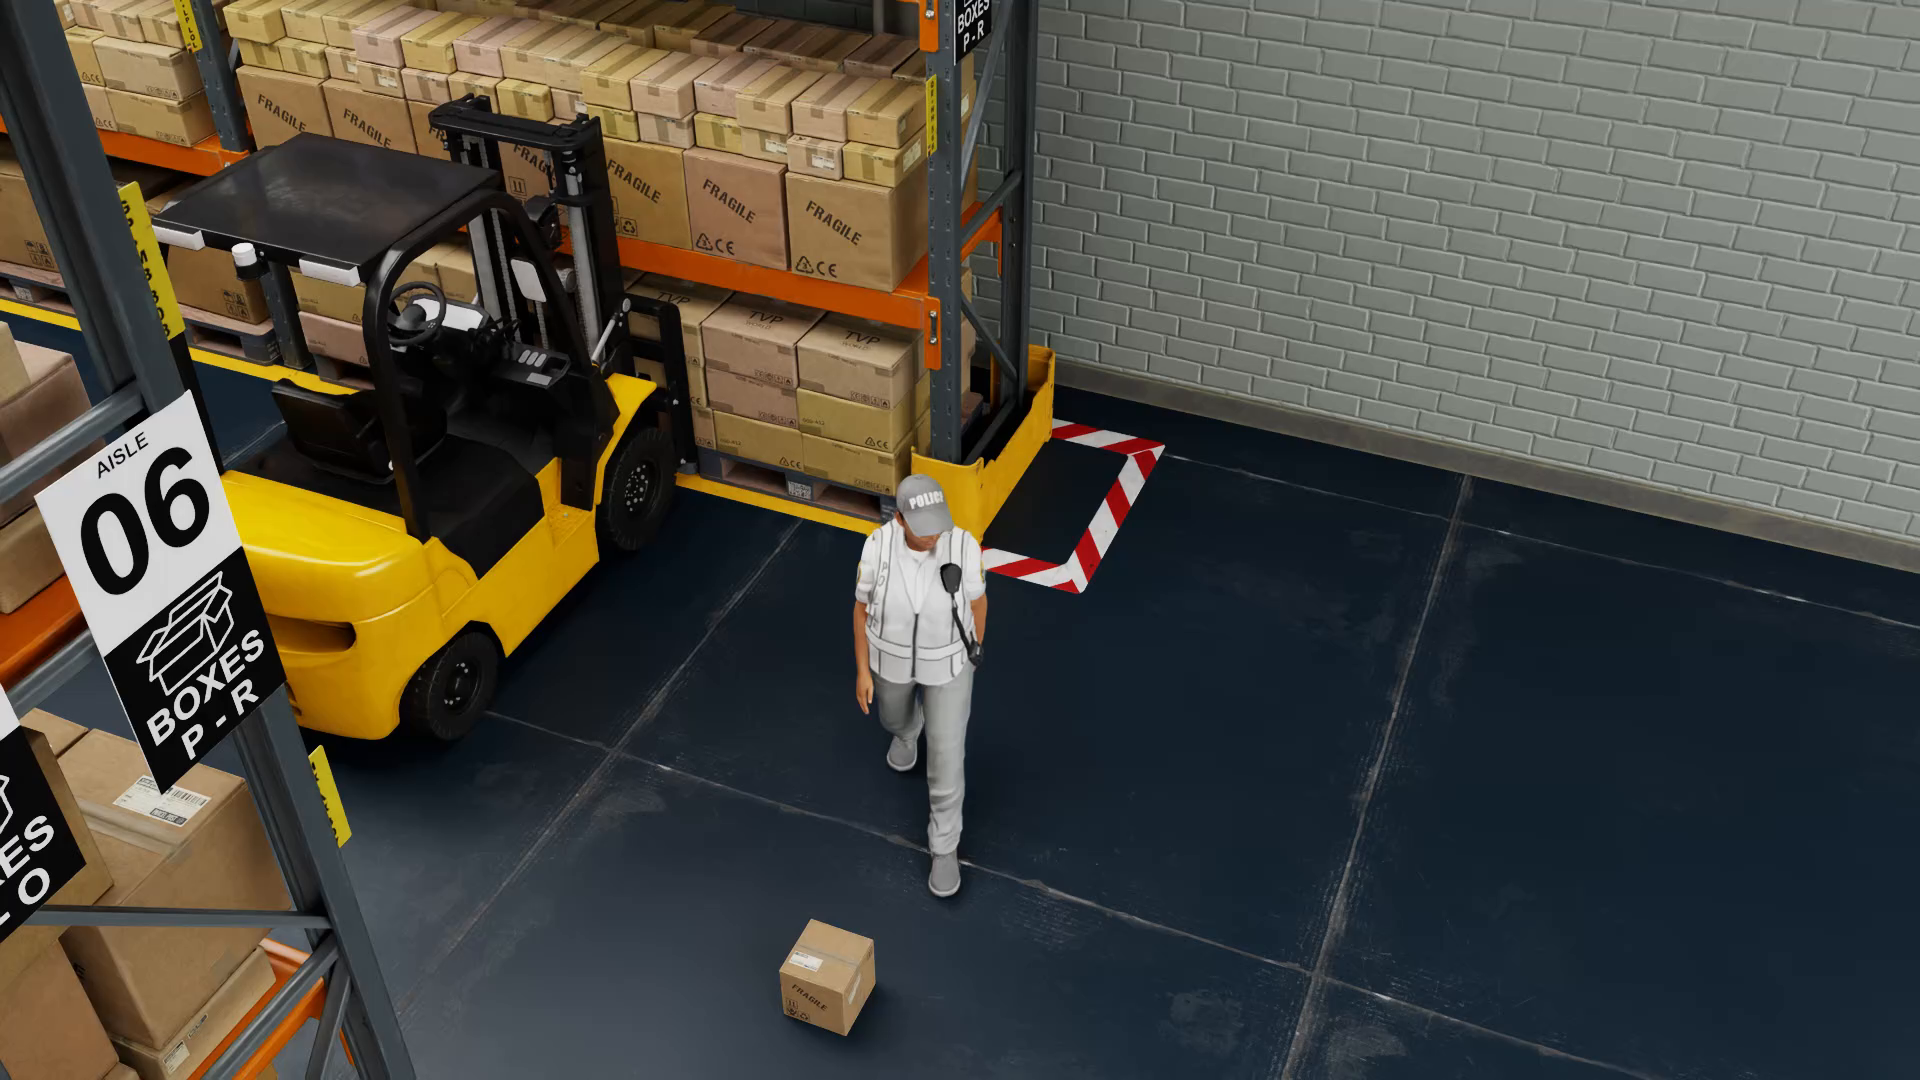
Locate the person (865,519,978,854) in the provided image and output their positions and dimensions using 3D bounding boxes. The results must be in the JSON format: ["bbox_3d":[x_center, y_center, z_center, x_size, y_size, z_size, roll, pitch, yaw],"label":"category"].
[{"bbox_3d":[-0.147,0.492,6.330,0.425,1.340,0.751,5,38,6],"label":"person"}]
